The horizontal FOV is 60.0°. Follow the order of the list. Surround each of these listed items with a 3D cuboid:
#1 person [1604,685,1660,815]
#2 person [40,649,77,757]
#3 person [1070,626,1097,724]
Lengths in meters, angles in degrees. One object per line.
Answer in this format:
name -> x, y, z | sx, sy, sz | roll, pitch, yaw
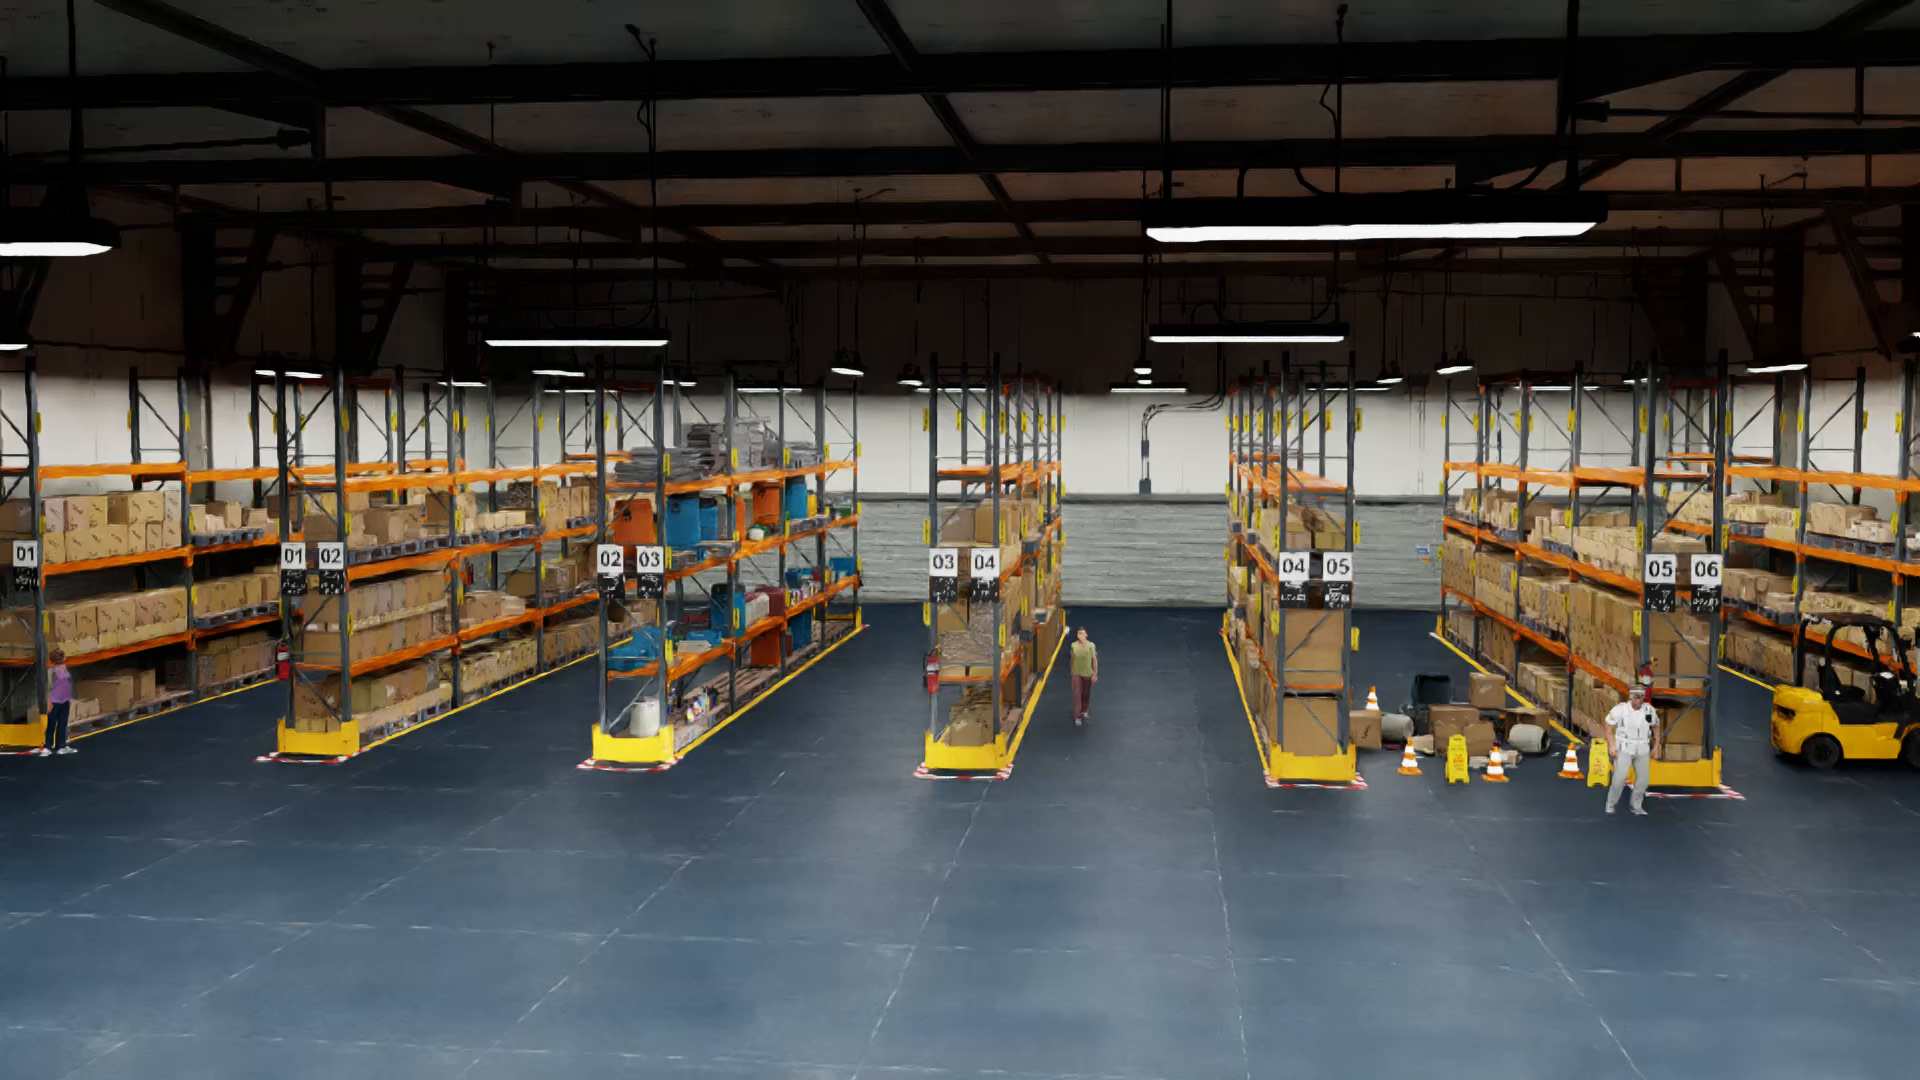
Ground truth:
person -> 8.547, 2.657, 21.160 | 0.682, 1.711, 0.542 | 0, 4, 5
person -> -13.562, 2.432, 24.956 | 0.361, 1.596, 0.535 | 1, 4, 10
person -> 2.060, 2.233, 27.706 | 0.458, 1.612, 1.015 | 0, 4, 5
